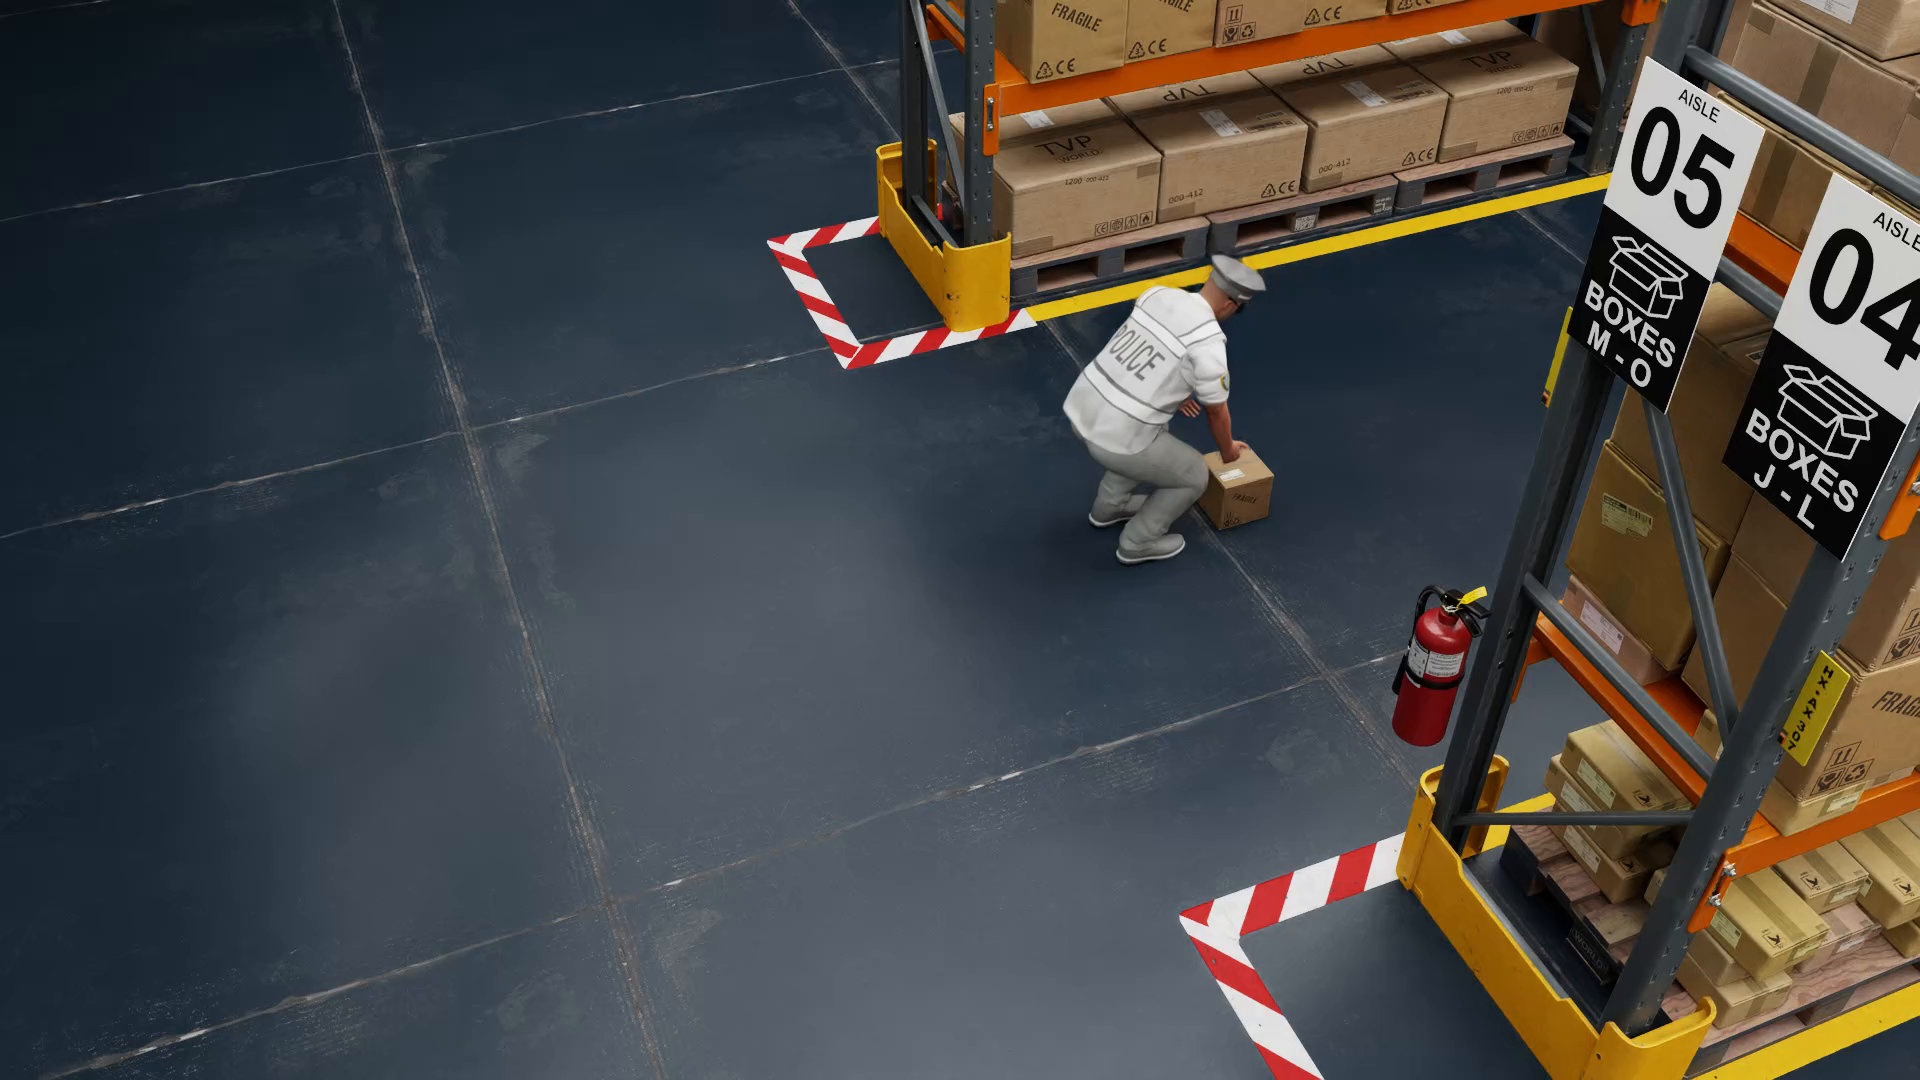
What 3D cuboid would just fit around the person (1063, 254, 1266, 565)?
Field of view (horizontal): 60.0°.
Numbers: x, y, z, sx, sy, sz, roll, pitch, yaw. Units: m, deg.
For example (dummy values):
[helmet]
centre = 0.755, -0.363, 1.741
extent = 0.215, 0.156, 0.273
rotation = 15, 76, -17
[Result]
[person]
centre = 0.853, -0.562, 7.120
extent = 0.855, 1.321, 0.588
rotation = -15, 44, -17
